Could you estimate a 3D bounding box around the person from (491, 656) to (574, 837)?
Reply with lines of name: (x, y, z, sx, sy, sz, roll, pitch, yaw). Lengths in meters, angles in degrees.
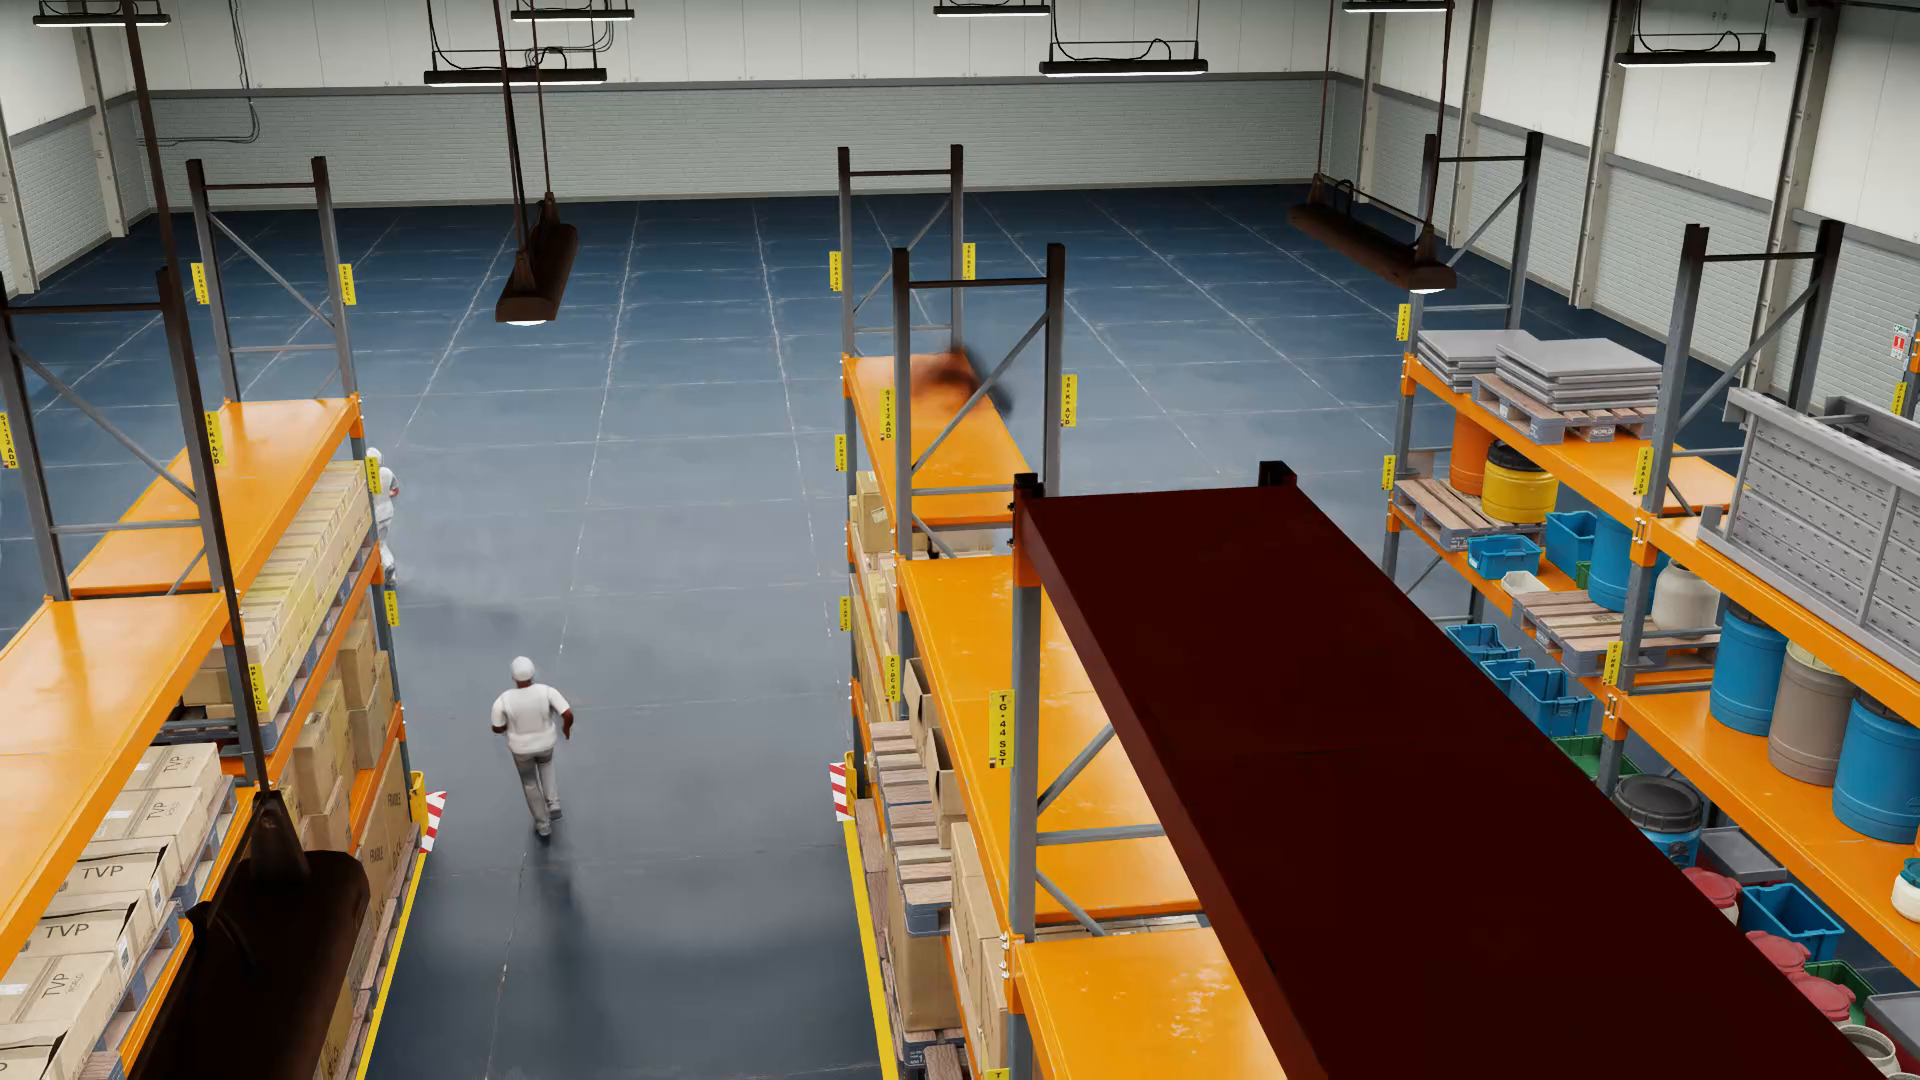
person: (-3.791, 1.783, 14.761, 0.680, 1.718, 0.600, -9, 23, -21)

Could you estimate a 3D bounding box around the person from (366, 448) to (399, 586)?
person: (-7.040, -0.284, 19.984, 0.598, 1.740, 0.648, 11, 24, 25)
